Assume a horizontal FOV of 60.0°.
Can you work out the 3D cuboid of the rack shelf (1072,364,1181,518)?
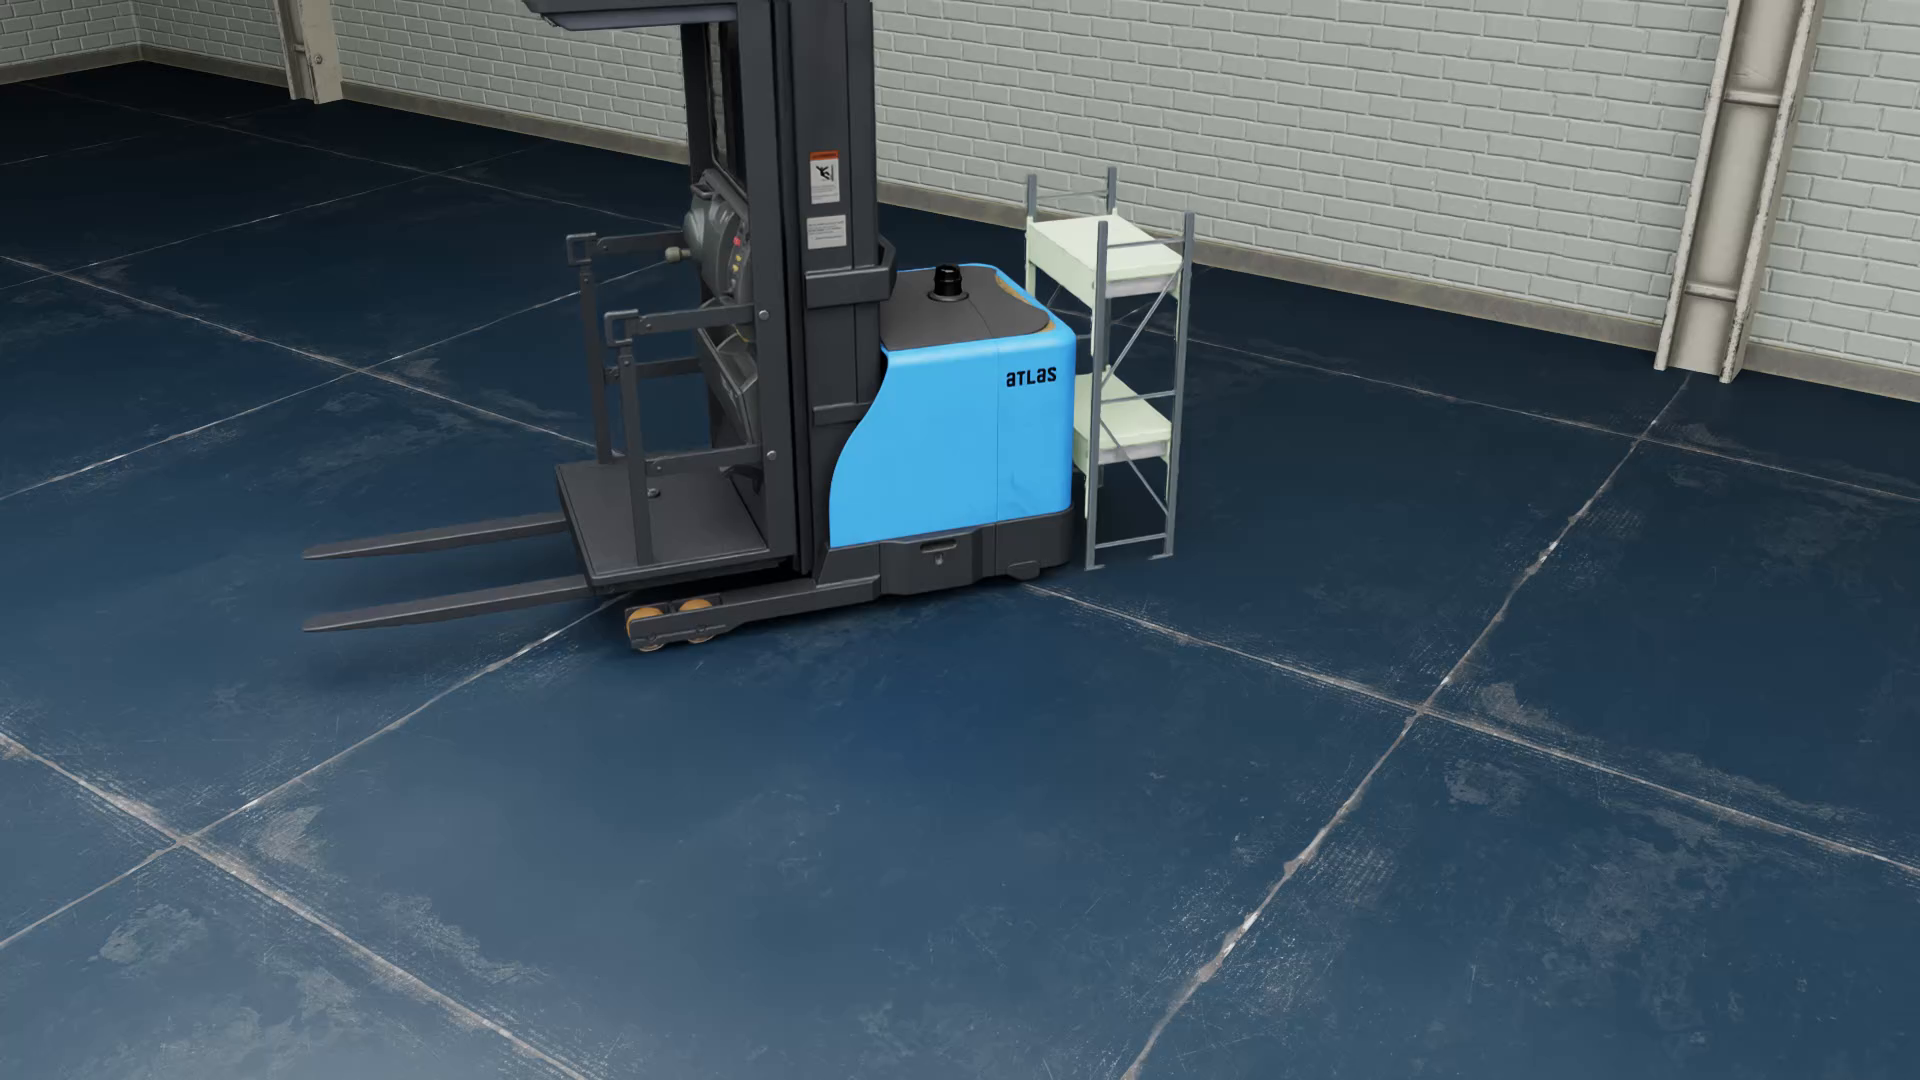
[{"bbox_3d":[0.595,-0.438,7.177,0.431,0.370,0.720,-9,28,-17],"label":"rack shelf"}]

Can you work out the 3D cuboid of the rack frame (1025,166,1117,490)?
[{"bbox_3d":[0.473,-0.885,7.336,0.400,1.500,0.023,-9,28,-17],"label":"rack frame"}]

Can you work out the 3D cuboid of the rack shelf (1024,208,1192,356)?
[{"bbox_3d":[0.595,-1.077,6.852,0.431,0.370,0.720,-9,28,-17],"label":"rack shelf"}]

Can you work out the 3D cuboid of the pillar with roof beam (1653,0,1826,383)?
[{"bbox_3d":[1.604,-3.346,3.903,0.400,9.000,9.100,17,32,30],"label":"pillar with roof beam"}]

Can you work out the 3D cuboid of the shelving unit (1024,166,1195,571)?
[{"bbox_3d":[0.595,-0.729,7.029,0.431,1.500,0.755,-9,28,-17],"label":"shelving unit"}]

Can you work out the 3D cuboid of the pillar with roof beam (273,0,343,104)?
[{"bbox_3d":[-8.287,-6.427,9.958,0.400,9.000,9.100,17,32,30],"label":"pillar with roof beam"}]

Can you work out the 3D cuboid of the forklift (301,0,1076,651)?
[{"bbox_3d":[-1.102,-1.147,6.273,3.031,2.935,1.130,-9,28,-17],"label":"forklift"}]

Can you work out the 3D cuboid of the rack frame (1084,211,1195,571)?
[{"bbox_3d":[0.717,-0.572,6.721,0.400,1.500,0.023,-9,28,-17],"label":"rack frame"}]
